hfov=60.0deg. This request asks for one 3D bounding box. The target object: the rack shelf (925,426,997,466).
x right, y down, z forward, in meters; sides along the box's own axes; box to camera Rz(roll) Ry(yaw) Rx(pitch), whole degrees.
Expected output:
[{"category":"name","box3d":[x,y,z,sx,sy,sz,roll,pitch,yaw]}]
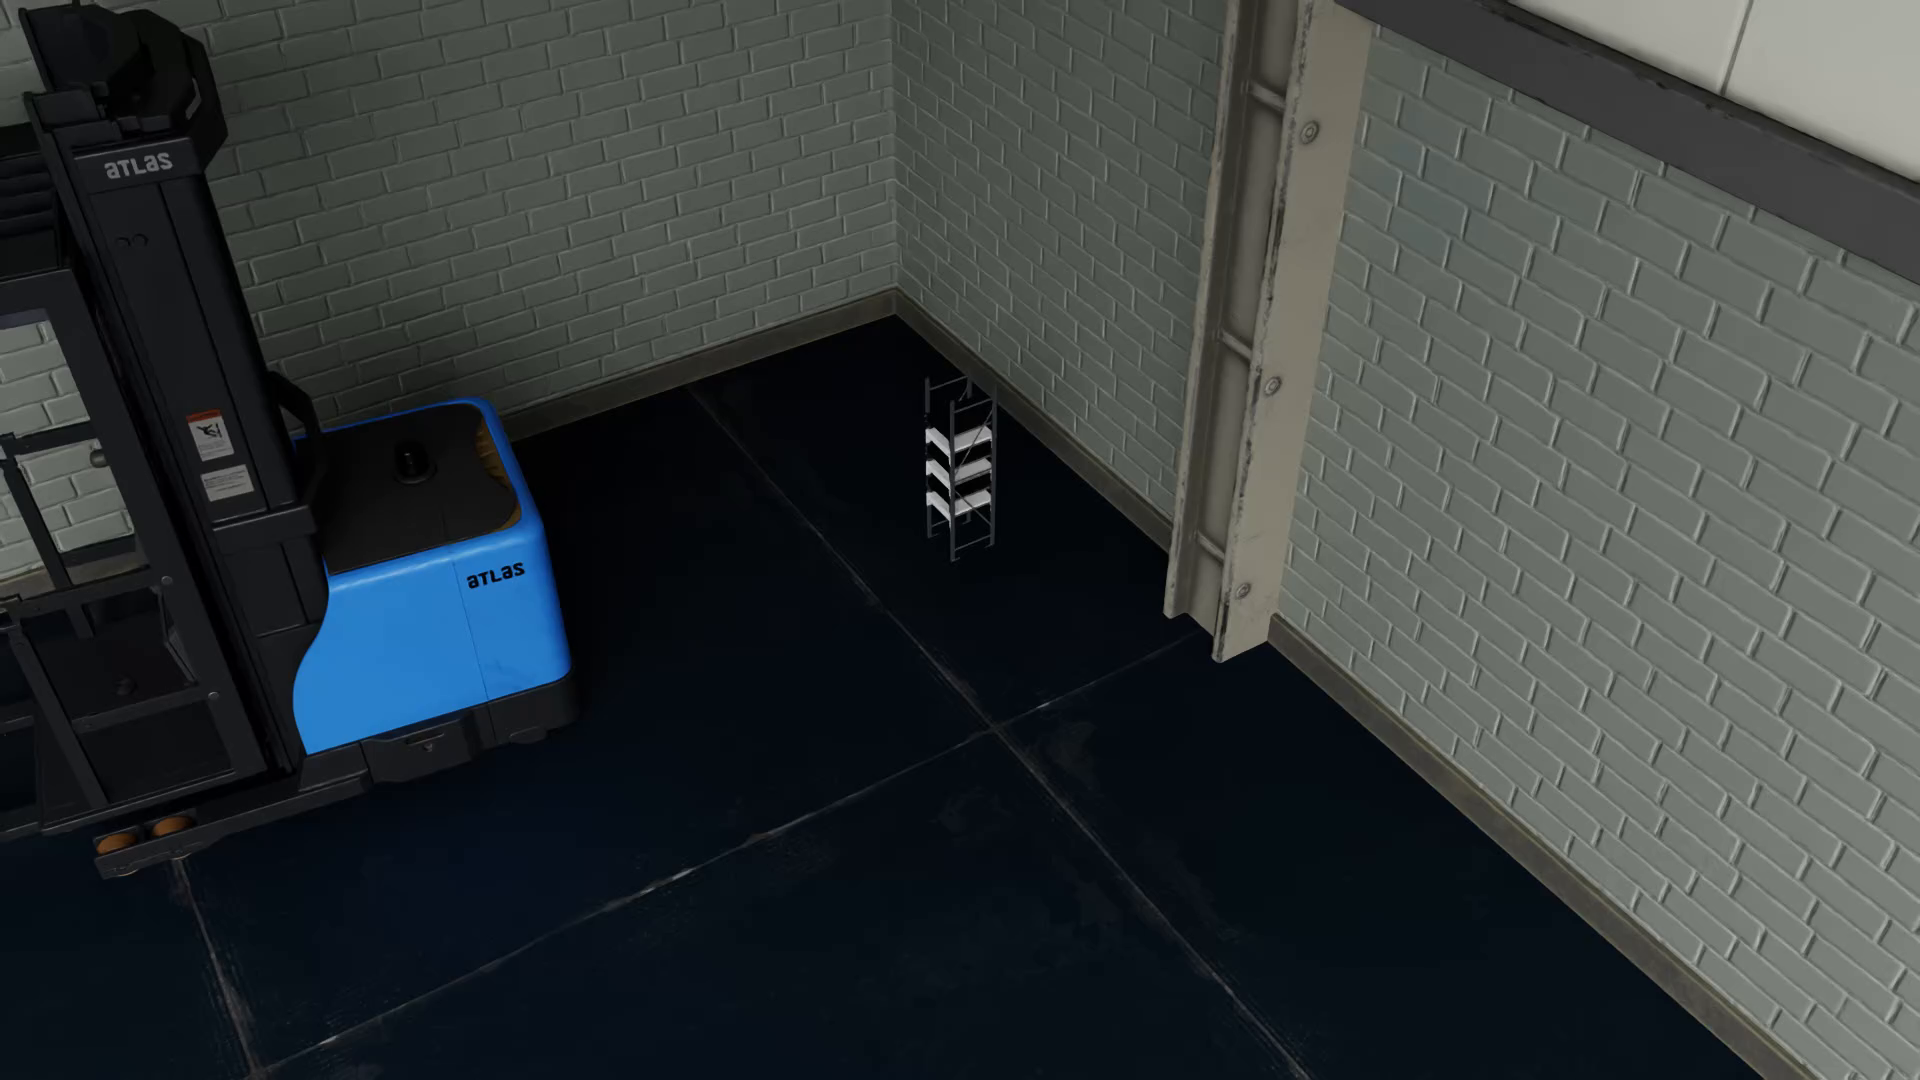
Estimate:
[{"category":"rack shelf","box3d":[0.004,-0.454,7.423,0.258,0.077,0.200,-22,45,-24]}]

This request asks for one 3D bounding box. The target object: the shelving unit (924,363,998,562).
[{"category":"shelving unit","box3d":[0.004,-0.341,7.517,0.258,0.900,0.210,-22,45,-24]}]

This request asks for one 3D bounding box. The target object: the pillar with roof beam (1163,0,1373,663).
[{"category":"pillar with roof beam","box3d":[-2.491,-1.602,2.703,9.100,9.000,0.400,-22,45,-24]}]

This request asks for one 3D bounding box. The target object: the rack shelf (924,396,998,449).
[{"category":"rack shelf","box3d":[0.004,-0.523,7.366,0.258,0.077,0.200,-22,45,-24]}]

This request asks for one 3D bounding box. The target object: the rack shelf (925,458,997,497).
[{"category":"rack shelf","box3d":[0.004,-0.316,7.539,0.258,0.077,0.200,-22,45,-24]}]

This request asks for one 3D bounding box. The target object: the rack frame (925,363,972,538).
[{"category":"rack frame","box3d":[-0.050,-0.396,7.583,0.240,0.900,0.006,-22,45,-24]}]

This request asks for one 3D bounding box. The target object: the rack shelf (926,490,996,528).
[{"category":"rack shelf","box3d":[0.004,-0.177,7.654,0.258,0.077,0.200,-22,45,-24]}]

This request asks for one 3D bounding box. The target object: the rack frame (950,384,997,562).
[{"category":"rack frame","box3d":[0.059,-0.286,7.451,0.240,0.900,0.006,-22,45,-24]}]

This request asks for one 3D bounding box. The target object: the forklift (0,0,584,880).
[{"category":"forklift","box3d":[-3.113,-0.243,5.812,3.031,2.935,1.130,-16,43,-19]}]

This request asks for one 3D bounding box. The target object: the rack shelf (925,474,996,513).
[{"category":"rack shelf","box3d":[0.004,-0.247,7.596,0.258,0.077,0.200,-22,45,-24]}]

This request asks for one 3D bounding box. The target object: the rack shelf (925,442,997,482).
[{"category":"rack shelf","box3d":[0.004,-0.385,7.481,0.258,0.077,0.200,-22,45,-24]}]
